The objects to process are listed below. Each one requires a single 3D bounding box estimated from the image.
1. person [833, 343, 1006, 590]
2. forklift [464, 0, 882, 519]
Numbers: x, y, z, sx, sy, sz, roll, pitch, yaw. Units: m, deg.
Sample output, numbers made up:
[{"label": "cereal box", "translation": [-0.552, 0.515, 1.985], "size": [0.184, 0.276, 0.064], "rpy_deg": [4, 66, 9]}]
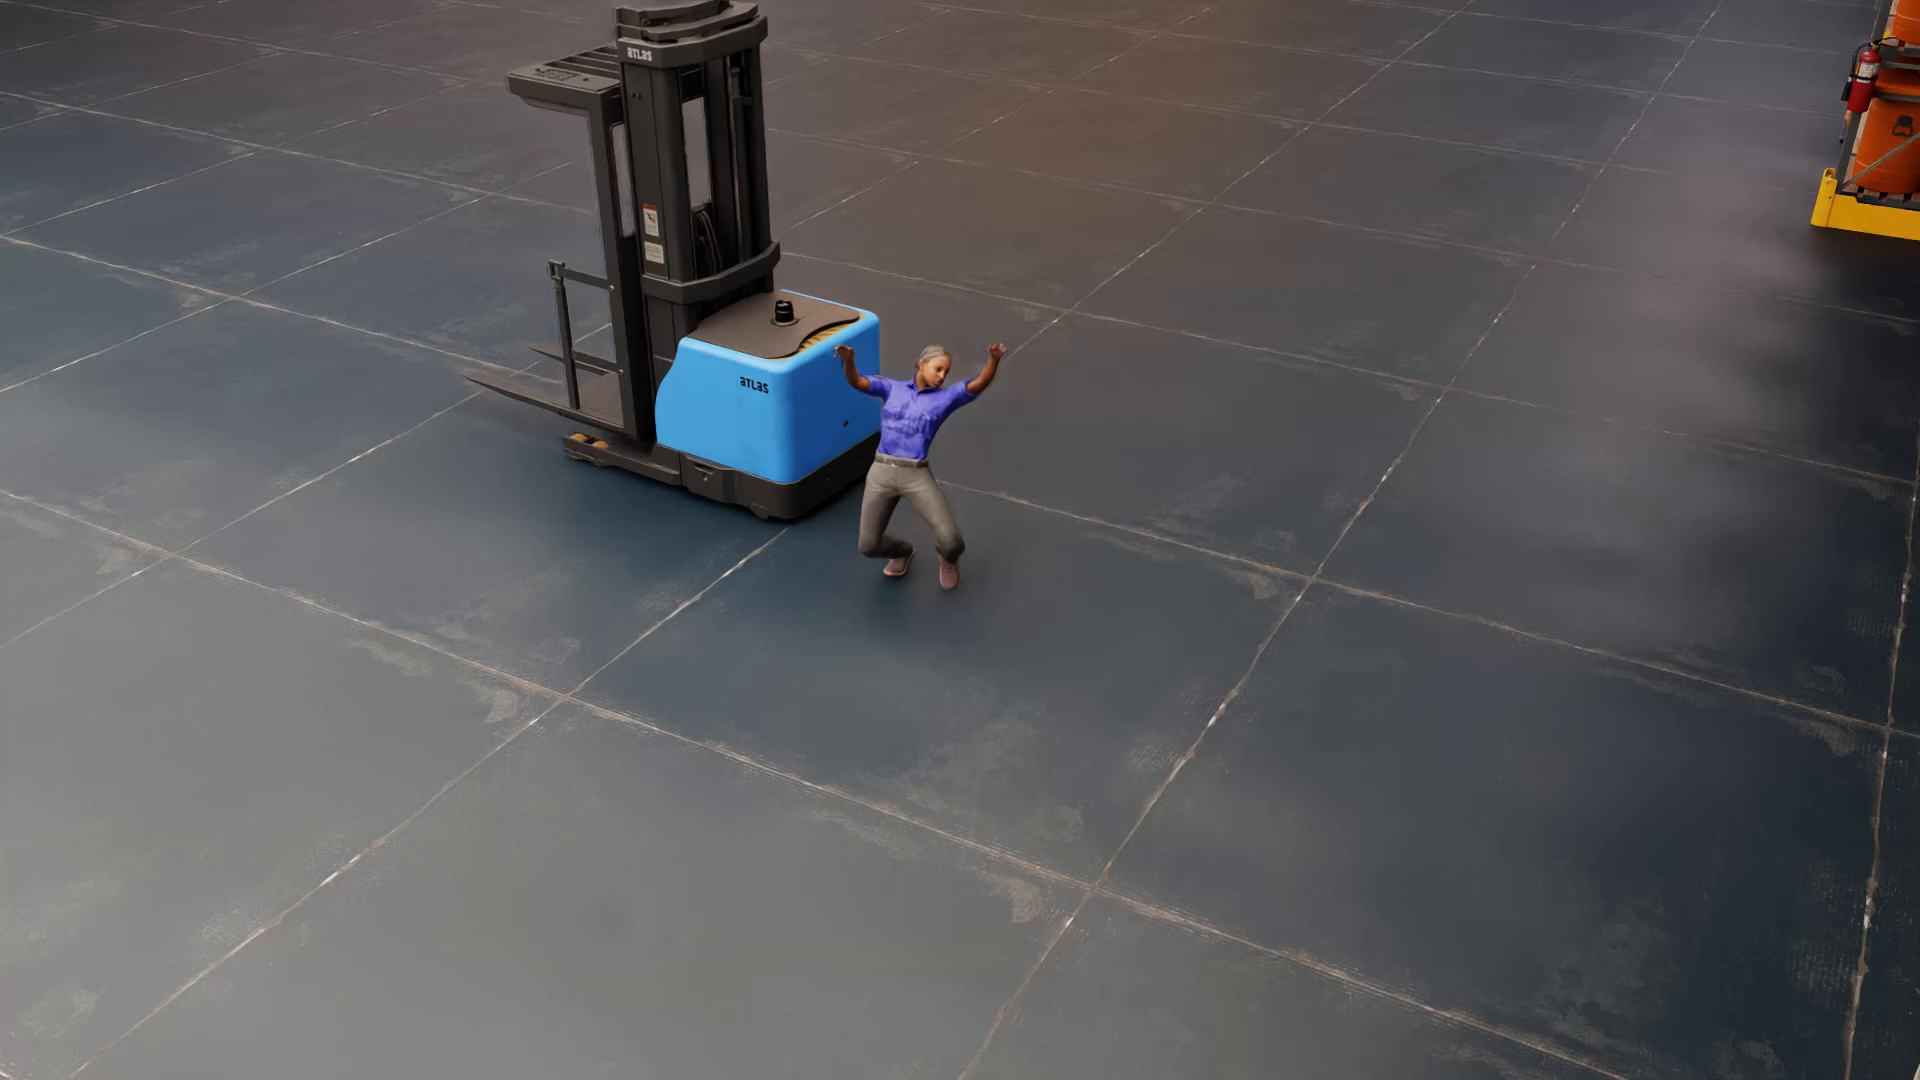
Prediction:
[{"label": "person", "translation": [-0.177, -0.427, 9.205], "size": [0.885, 1.563, 0.708], "rpy_deg": [6, 31, 11]}, {"label": "forklift", "translation": [-1.997, -1.947, 10.444], "size": [3.031, 2.935, 1.130], "rpy_deg": [18, 35, 28]}]
